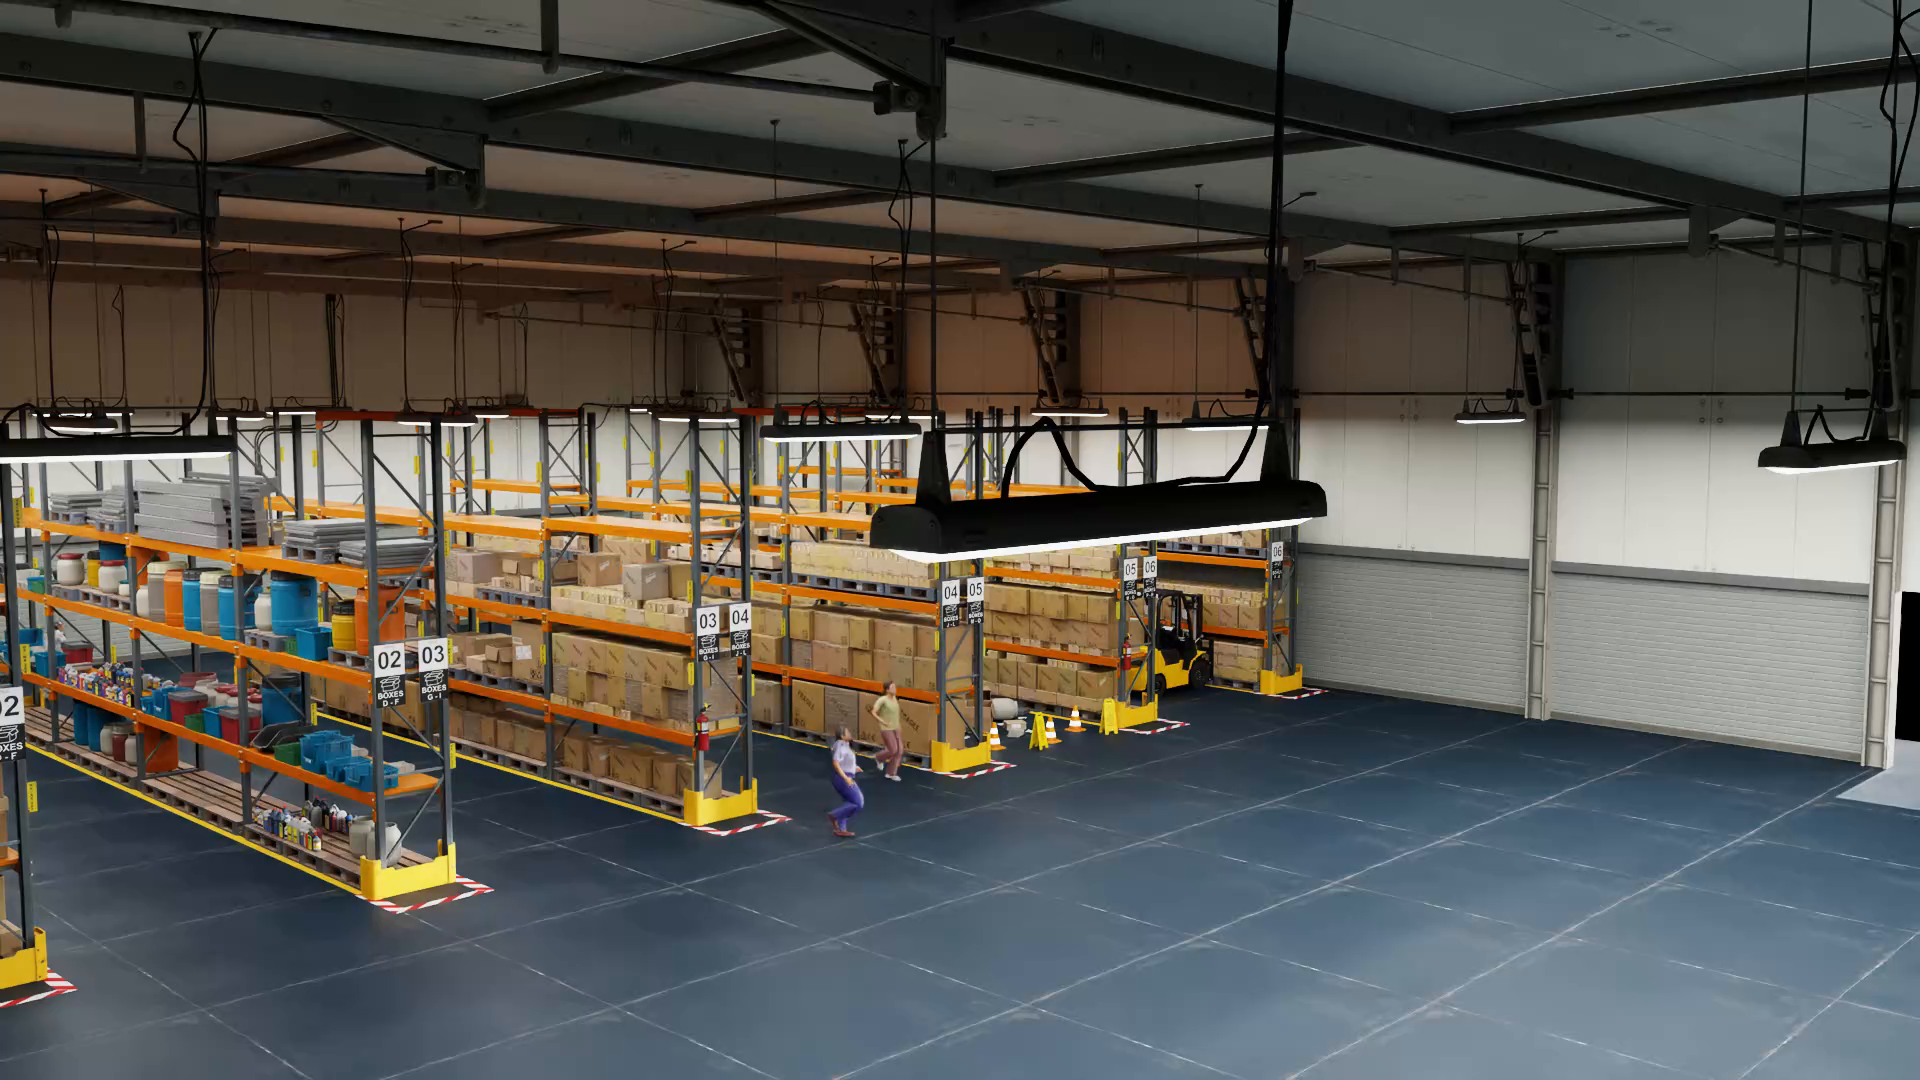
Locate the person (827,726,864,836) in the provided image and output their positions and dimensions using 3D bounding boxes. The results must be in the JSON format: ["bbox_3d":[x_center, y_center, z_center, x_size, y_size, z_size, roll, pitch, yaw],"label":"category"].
[{"bbox_3d":[-1.649,3.443,23.735,0.546,1.605,0.615,-1,5,-13],"label":"person"}]

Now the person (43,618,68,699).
[{"bbox_3d":[-18.656,2.454,34.365,0.718,1.688,0.600,-4,6,-37],"label":"person"}]

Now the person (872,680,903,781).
[{"bbox_3d":[-1.188,3.114,27.308,0.564,1.647,0.612,5,7,43],"label":"person"}]
